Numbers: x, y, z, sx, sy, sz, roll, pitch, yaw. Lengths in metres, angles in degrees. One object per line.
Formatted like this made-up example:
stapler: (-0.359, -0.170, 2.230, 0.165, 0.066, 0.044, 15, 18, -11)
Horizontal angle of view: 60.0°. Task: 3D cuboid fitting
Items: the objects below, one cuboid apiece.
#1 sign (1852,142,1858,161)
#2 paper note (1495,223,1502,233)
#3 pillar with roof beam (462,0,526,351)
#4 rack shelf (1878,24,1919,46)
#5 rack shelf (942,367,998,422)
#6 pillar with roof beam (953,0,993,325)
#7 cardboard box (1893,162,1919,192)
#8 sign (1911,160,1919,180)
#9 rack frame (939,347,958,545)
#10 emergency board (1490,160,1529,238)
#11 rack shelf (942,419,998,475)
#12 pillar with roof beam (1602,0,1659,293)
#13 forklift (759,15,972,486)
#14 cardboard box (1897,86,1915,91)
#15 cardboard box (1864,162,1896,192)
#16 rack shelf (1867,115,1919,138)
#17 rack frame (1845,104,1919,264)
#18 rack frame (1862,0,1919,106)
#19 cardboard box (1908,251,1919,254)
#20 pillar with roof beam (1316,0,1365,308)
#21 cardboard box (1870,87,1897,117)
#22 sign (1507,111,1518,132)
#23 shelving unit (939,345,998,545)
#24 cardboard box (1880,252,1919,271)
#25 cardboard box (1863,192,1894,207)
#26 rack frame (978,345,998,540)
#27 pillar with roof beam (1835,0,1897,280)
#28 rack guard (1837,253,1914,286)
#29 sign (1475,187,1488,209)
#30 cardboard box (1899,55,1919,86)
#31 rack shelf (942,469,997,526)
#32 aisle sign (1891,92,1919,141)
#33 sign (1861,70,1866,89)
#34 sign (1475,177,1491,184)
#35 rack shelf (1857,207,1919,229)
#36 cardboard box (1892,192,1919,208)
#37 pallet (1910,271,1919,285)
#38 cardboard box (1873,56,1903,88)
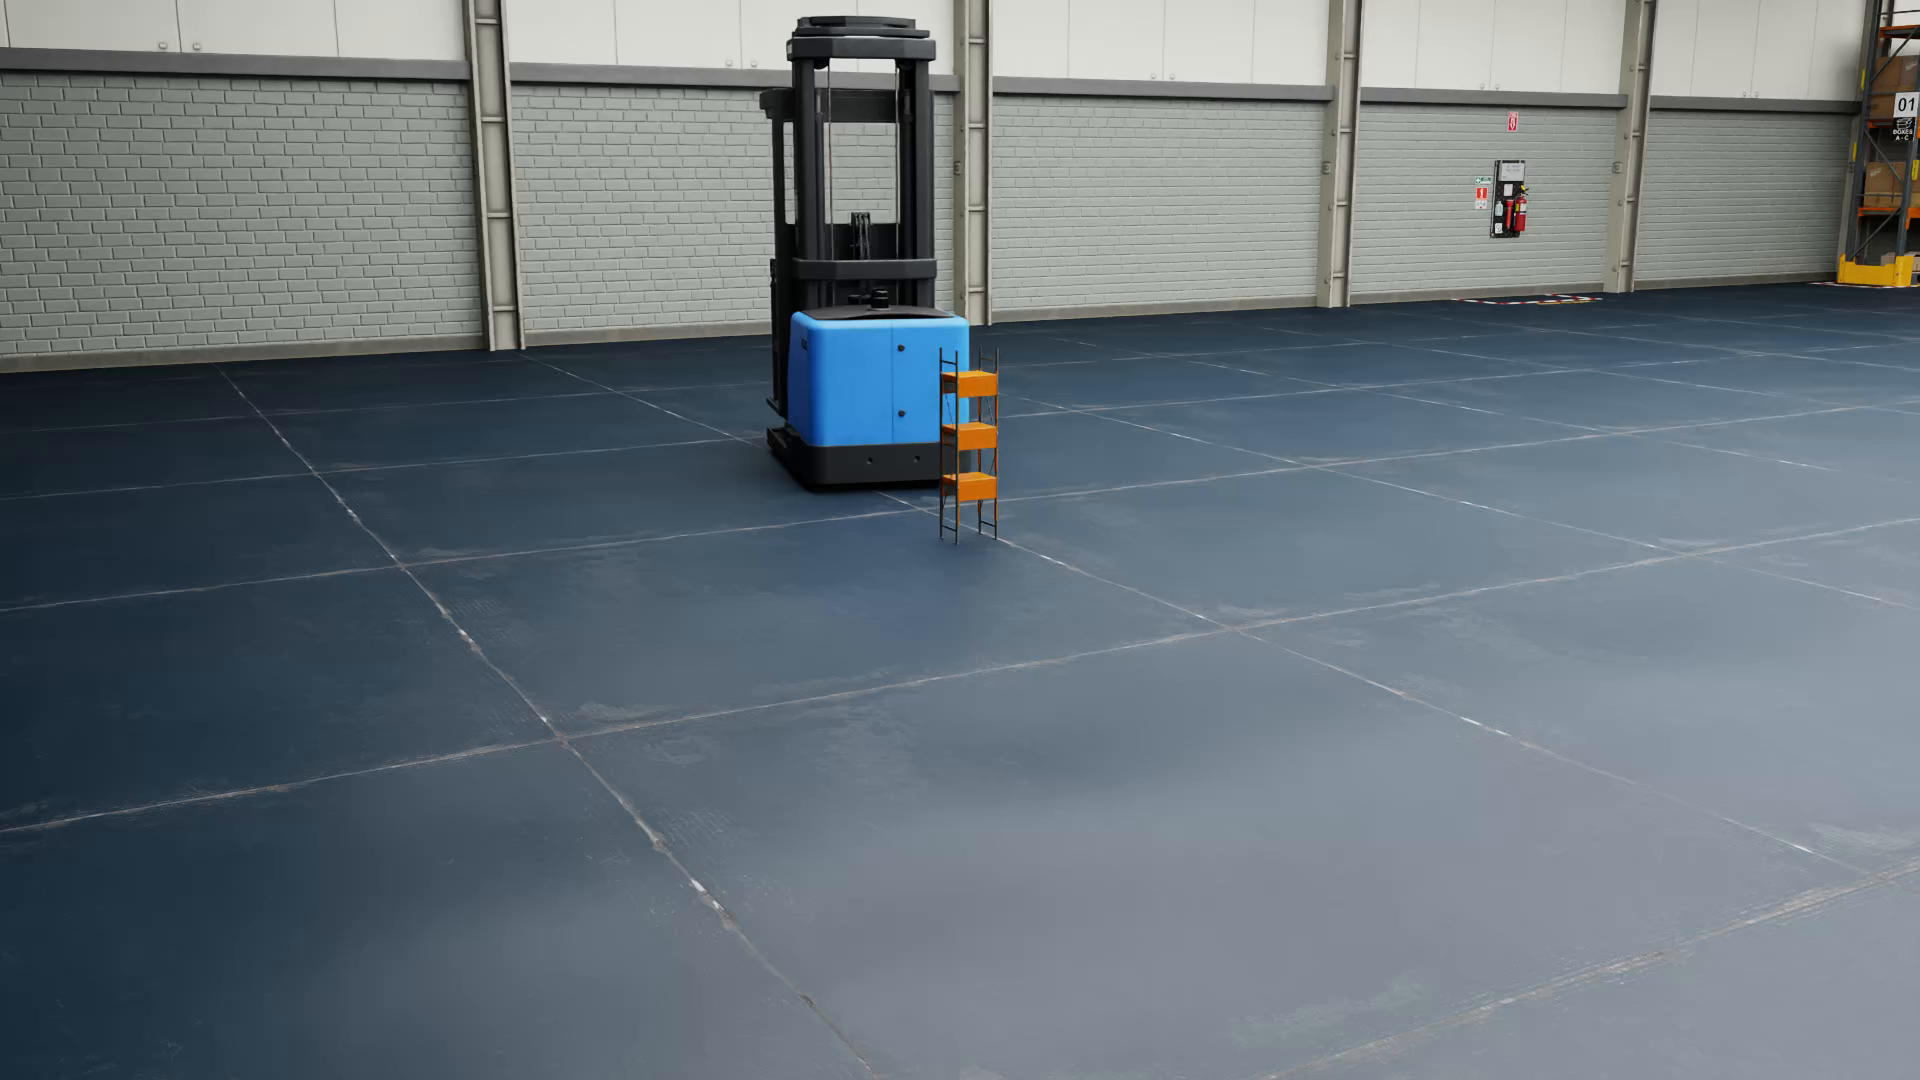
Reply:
sign: (15.514, -6.720, 28.782, 0.005, 0.325, 0.100, -7, 14, -28)
paper note: (8.320, -4.814, 25.672, 0.142, 0.148, 0.016, -7, 14, -28)
pillar with roof beam: (-3.041, -5.705, 13.963, 0.400, 9.000, 9.100, -7, 14, -28)
rack shelf: (17.517, -8.677, 28.814, 4.000, 0.370, 1.077, -7, 14, -28)
rack shelf: (0.047, -0.784, 8.959, 0.240, 0.259, 0.215, -7, 14, -28)
pillar with roof beam: (2.225, -6.336, 16.767, 0.400, 9.000, 9.100, -7, 14, -28)
cardboard box: (16.325, -6.187, 28.356, 0.500, 0.500, 0.500, -7, 14, -28)
sign: (16.022, -6.210, 27.899, 0.005, 0.325, 0.100, -7, 14, -28)
rack frame: (-0.060, -0.505, 8.962, 0.008, 1.050, 0.200, -7, 14, -28)
emergency board: (8.508, -5.249, 25.599, 0.643, 1.169, 0.194, -7, 14, -28)
rack shelf: (0.047, -0.507, 9.021, 0.240, 0.259, 0.215, -7, 14, -28)
pillar with roof beam: (12.758, -7.598, 22.377, 0.400, 9.000, 9.100, -7, 14, -28)
forklift: (-0.772, -2.049, 11.537, 1.130, 2.935, 3.031, -3, 13, -13)
cardboard box: (16.175, -7.401, 28.058, 0.500, 0.500, 0.500, -6, 14, -26)
cardboard box: (16.074, -6.285, 28.793, 0.500, 0.500, 0.500, -7, 14, -28)
rack shelf: (17.517, -7.215, 29.143, 4.000, 0.370, 1.077, -7, 14, -28)
rack frame: (15.762, -5.892, 28.459, 0.127, 3.000, 1.000, -7, 14, -28)
rack frame: (15.762, -8.819, 27.800, 0.127, 3.000, 1.000, -7, 14, -28)
cardboard box: (16.913, -4.910, 29.218, 0.500, 0.311, 0.500, -6, 14, -23)
pillar with roof beam: (7.492, -6.967, 19.572, 0.400, 9.000, 9.100, -7, 14, -28)
cardboard box: (16.007, -7.507, 28.528, 0.500, 0.500, 0.500, -6, 14, -24)
sign: (8.453, -6.398, 25.426, 0.199, 0.298, 0.001, -7, 14, -28)
shelving unit: (0.047, -0.518, 9.019, 0.252, 1.050, 0.215, -7, 14, -28)
cardboard box: (16.412, -4.850, 28.952, 0.500, 0.311, 0.500, -9, 15, -34)
cardboard box: (16.079, -5.915, 28.857, 0.500, 0.250, 0.500, -7, 14, -27)
rack frame: (0.154, -0.531, 9.076, 0.008, 1.050, 0.200, -7, 14, -28)
pillar with roof beam: (18.025, -8.230, 25.182, 0.400, 9.000, 9.100, -7, 14, -28)
rack guard: (15.829, -4.681, 28.769, 0.348, 0.500, 1.175, -7, 14, -28)
sign: (7.973, -5.228, 25.425, 0.234, 0.329, 0.001, -7, 14, -28)
cardboard box: (16.216, -7.896, 27.979, 0.500, 0.500, 0.500, -8, 15, -32)
rack shelf: (0.047, -0.236, 9.082, 0.240, 0.259, 0.215, -7, 14, -28)
aisle sign: (15.843, -7.095, 27.883, 0.004, 0.787, 0.394, -7, 14, -28)
sign: (15.514, -7.897, 28.517, 0.005, 0.325, 0.100, -7, 14, -28)
sign: (7.982, -5.485, 25.362, 0.331, 0.109, 0.001, -7, 14, -28)
rack shelf: (17.517, -5.752, 29.473, 4.000, 0.370, 1.077, -7, 14, -28)
cardboard box: (16.342, -5.819, 28.429, 0.500, 0.250, 0.500, -7, 15, -29)
pallet: (16.559, -4.618, 29.150, 1.213, 0.211, 1.003, -7, 14, -28)
cardboard box: (16.015, -7.998, 28.432, 0.500, 0.500, 0.500, -6, 14, -25)
